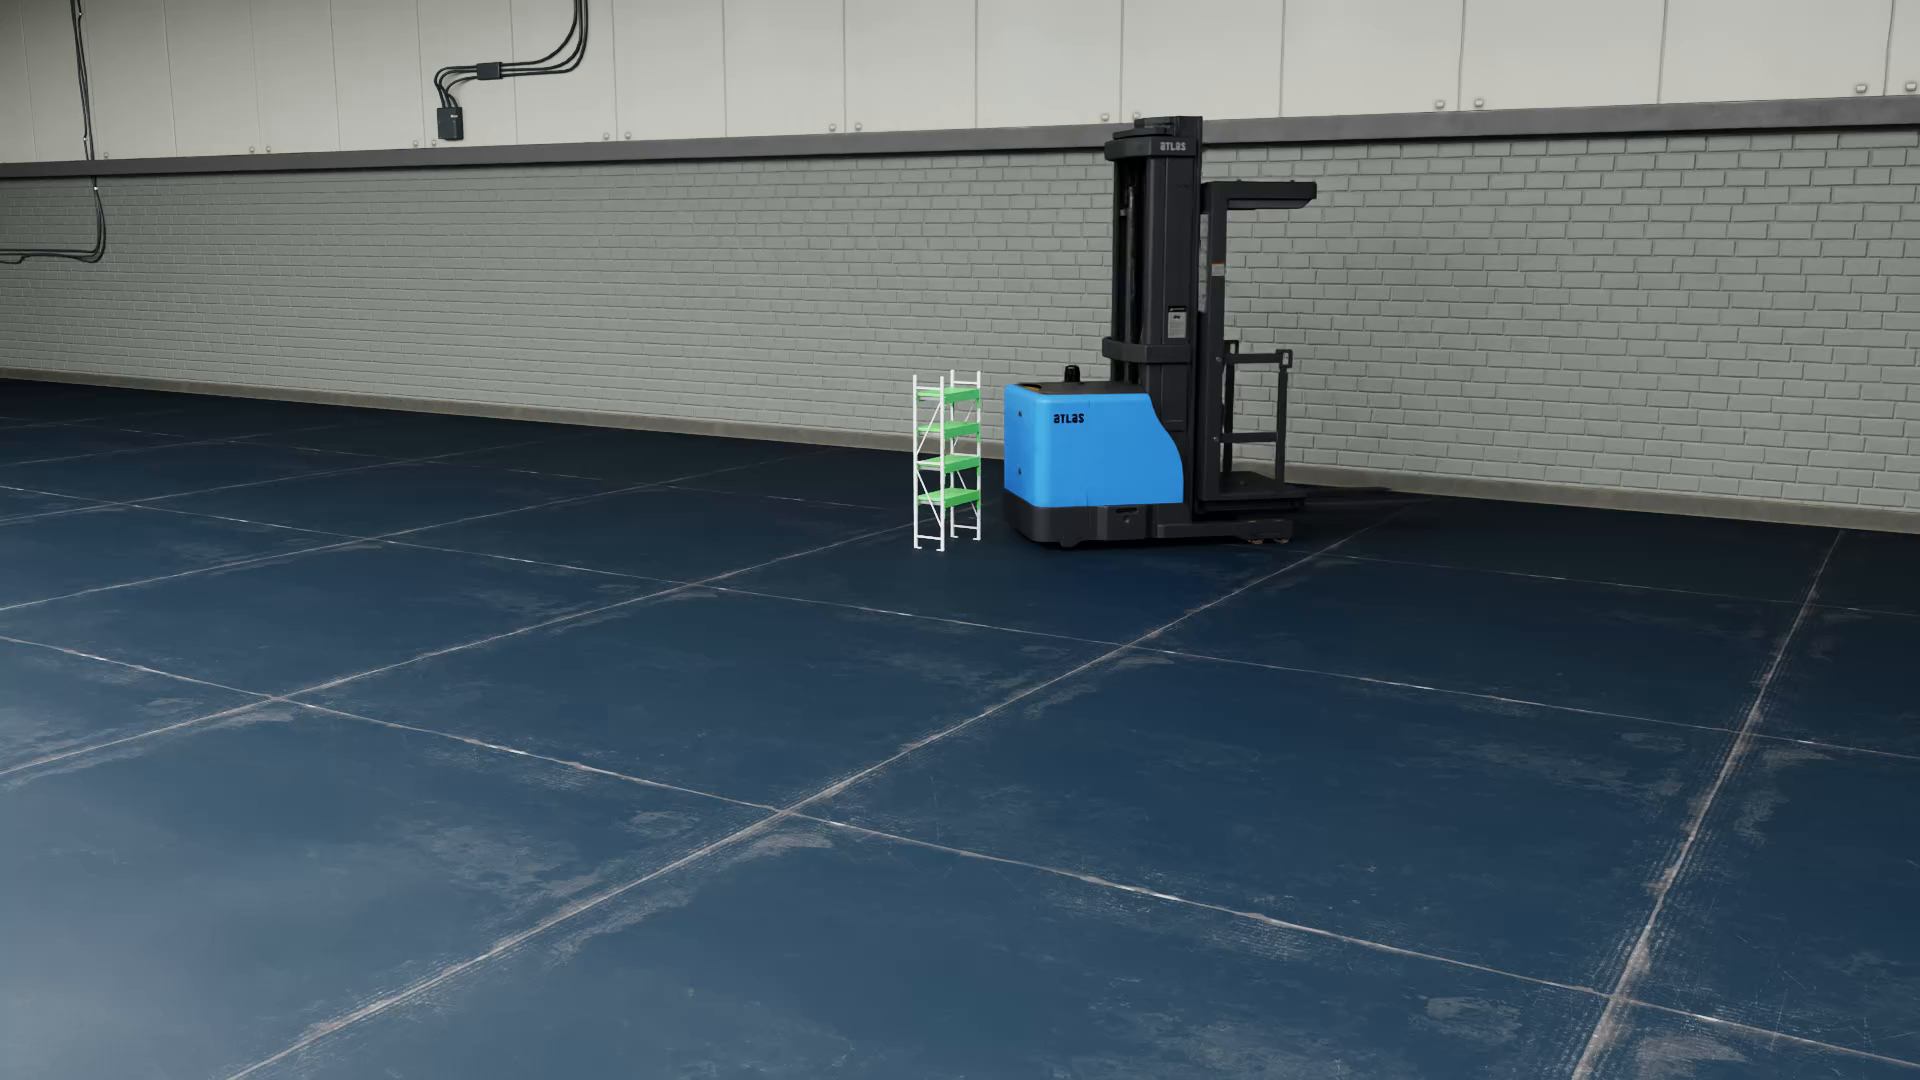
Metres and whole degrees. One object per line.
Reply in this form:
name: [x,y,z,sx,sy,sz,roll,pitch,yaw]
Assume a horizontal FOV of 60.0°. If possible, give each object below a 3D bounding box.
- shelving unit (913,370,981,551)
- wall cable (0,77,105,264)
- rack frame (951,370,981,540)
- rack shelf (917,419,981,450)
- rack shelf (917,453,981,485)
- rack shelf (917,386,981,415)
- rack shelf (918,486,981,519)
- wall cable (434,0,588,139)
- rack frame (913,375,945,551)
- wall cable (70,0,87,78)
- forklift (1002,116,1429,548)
shelving unit: [-0.086,-0.564,11.619,0.258,1.200,0.503,6,12,31]
wall cable: [-13.116,-5.179,23.514,3.097,2.526,0.112,6,12,31]
rack frame: [0.041,-0.602,11.824,0.240,1.200,0.015,6,12,31]
rack shelf: [-0.086,-0.737,11.587,0.258,0.148,0.480,6,12,31]
rack shelf: [-0.086,-0.501,11.631,0.258,0.148,0.480,6,12,31]
rack shelf: [-0.086,-0.973,11.543,0.258,0.148,0.480,6,12,31]
rack shelf: [-0.086,-0.265,11.675,0.258,0.148,0.480,6,12,31]
wall cable: [-5.011,-7.467,18.057,2.305,6.003,0.169,6,12,31]
rack frame: [-0.213,-0.525,11.414,0.240,1.200,0.015,6,12,31]
wall cable: [-10.804,-7.403,21.669,3.097,2.526,0.112,6,12,31]
forklift: [1.883,-1.504,11.937,3.031,2.935,1.130,-2,11,-12]
